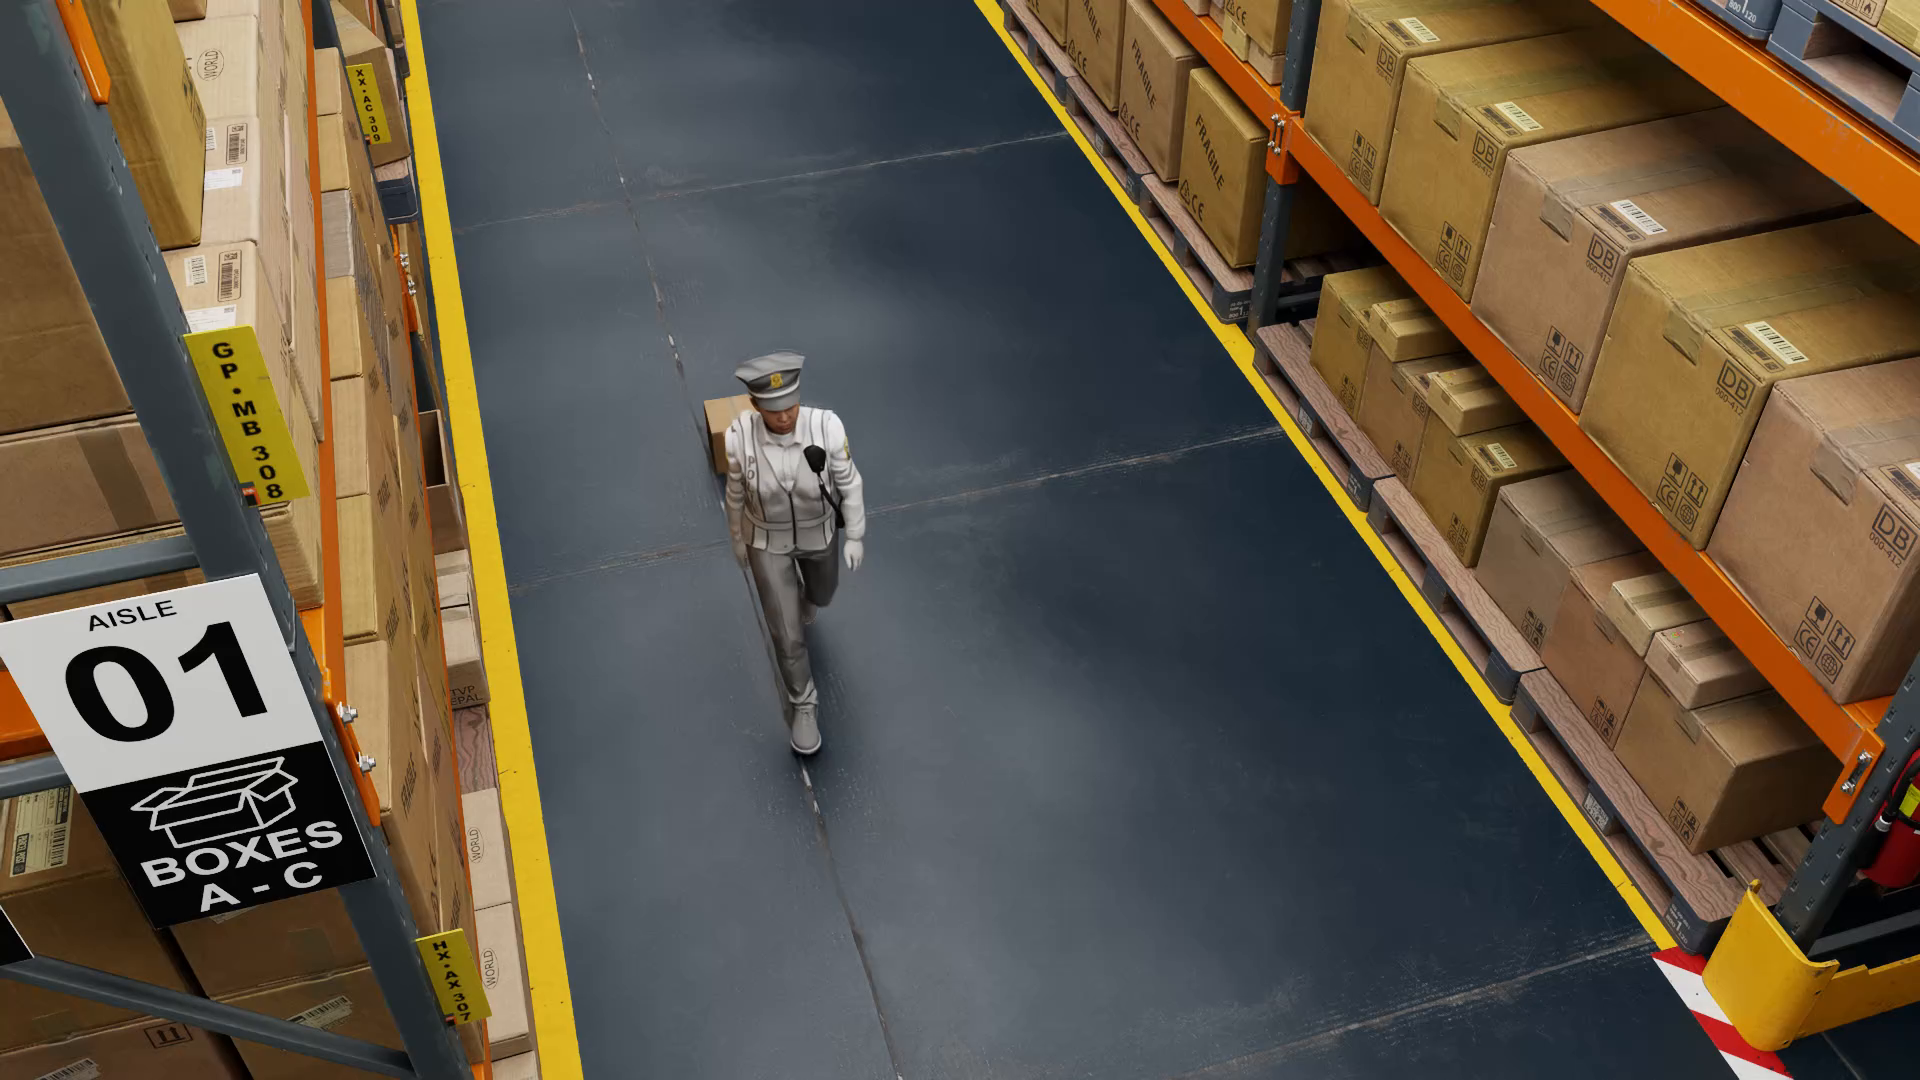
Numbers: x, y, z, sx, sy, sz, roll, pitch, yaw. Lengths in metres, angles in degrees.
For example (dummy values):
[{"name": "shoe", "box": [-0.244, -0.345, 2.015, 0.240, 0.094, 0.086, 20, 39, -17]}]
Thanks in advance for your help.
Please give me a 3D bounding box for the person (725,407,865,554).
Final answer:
[{"name": "person", "box": [-0.597, -0.225, 5.974, 0.495, 0.623, 0.342, -9, 43, -9]}]
